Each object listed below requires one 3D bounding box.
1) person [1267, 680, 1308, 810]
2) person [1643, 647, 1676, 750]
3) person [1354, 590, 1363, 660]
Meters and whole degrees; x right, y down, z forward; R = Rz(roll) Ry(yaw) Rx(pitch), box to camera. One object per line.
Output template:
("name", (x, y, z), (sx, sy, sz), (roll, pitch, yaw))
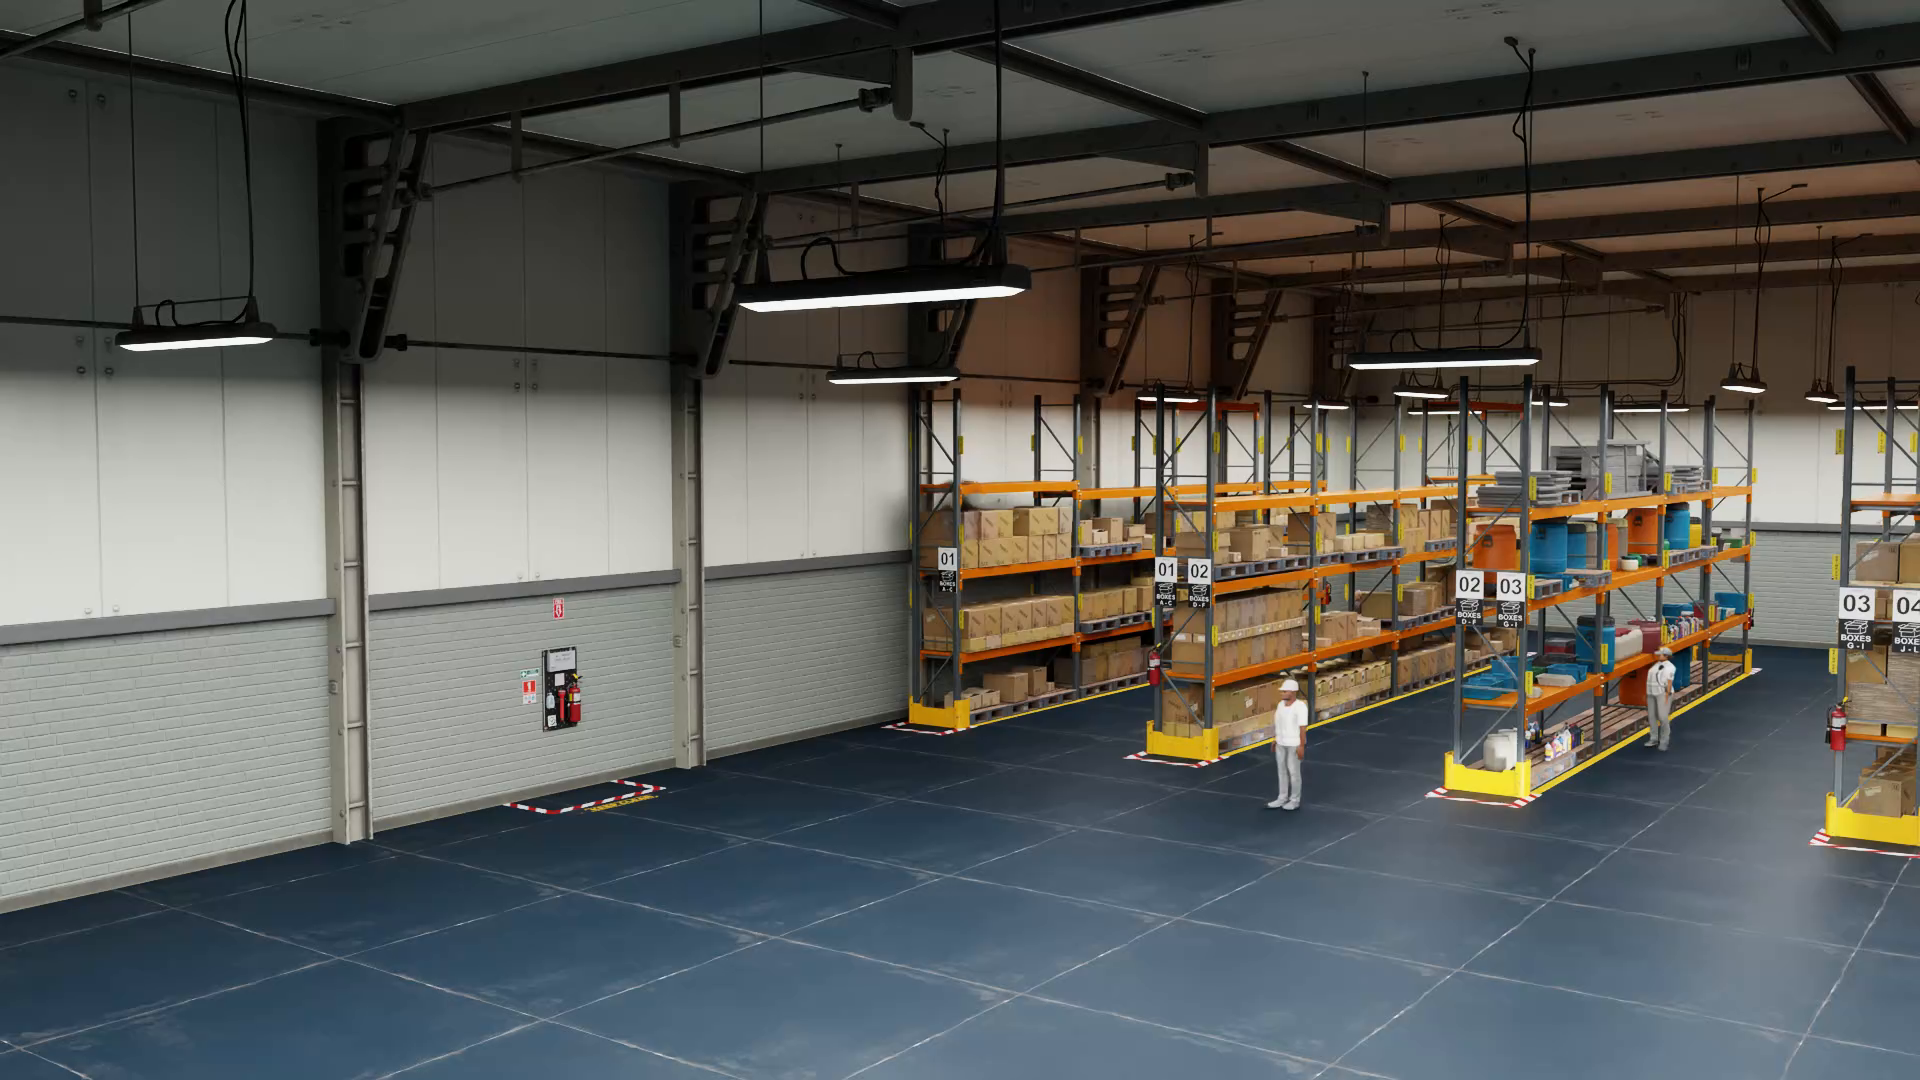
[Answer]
("person", (4.503, 2.804, 22.835), (0.402, 1.773, 0.584), (-2, 4, -32))
("person", (11.594, 2.631, 27.595), (0.456, 1.721, 0.548), (-1, 4, -23))
("person", (8.796, 1.996, 36.877), (0.476, 1.784, 0.617), (1, 4, 23))
